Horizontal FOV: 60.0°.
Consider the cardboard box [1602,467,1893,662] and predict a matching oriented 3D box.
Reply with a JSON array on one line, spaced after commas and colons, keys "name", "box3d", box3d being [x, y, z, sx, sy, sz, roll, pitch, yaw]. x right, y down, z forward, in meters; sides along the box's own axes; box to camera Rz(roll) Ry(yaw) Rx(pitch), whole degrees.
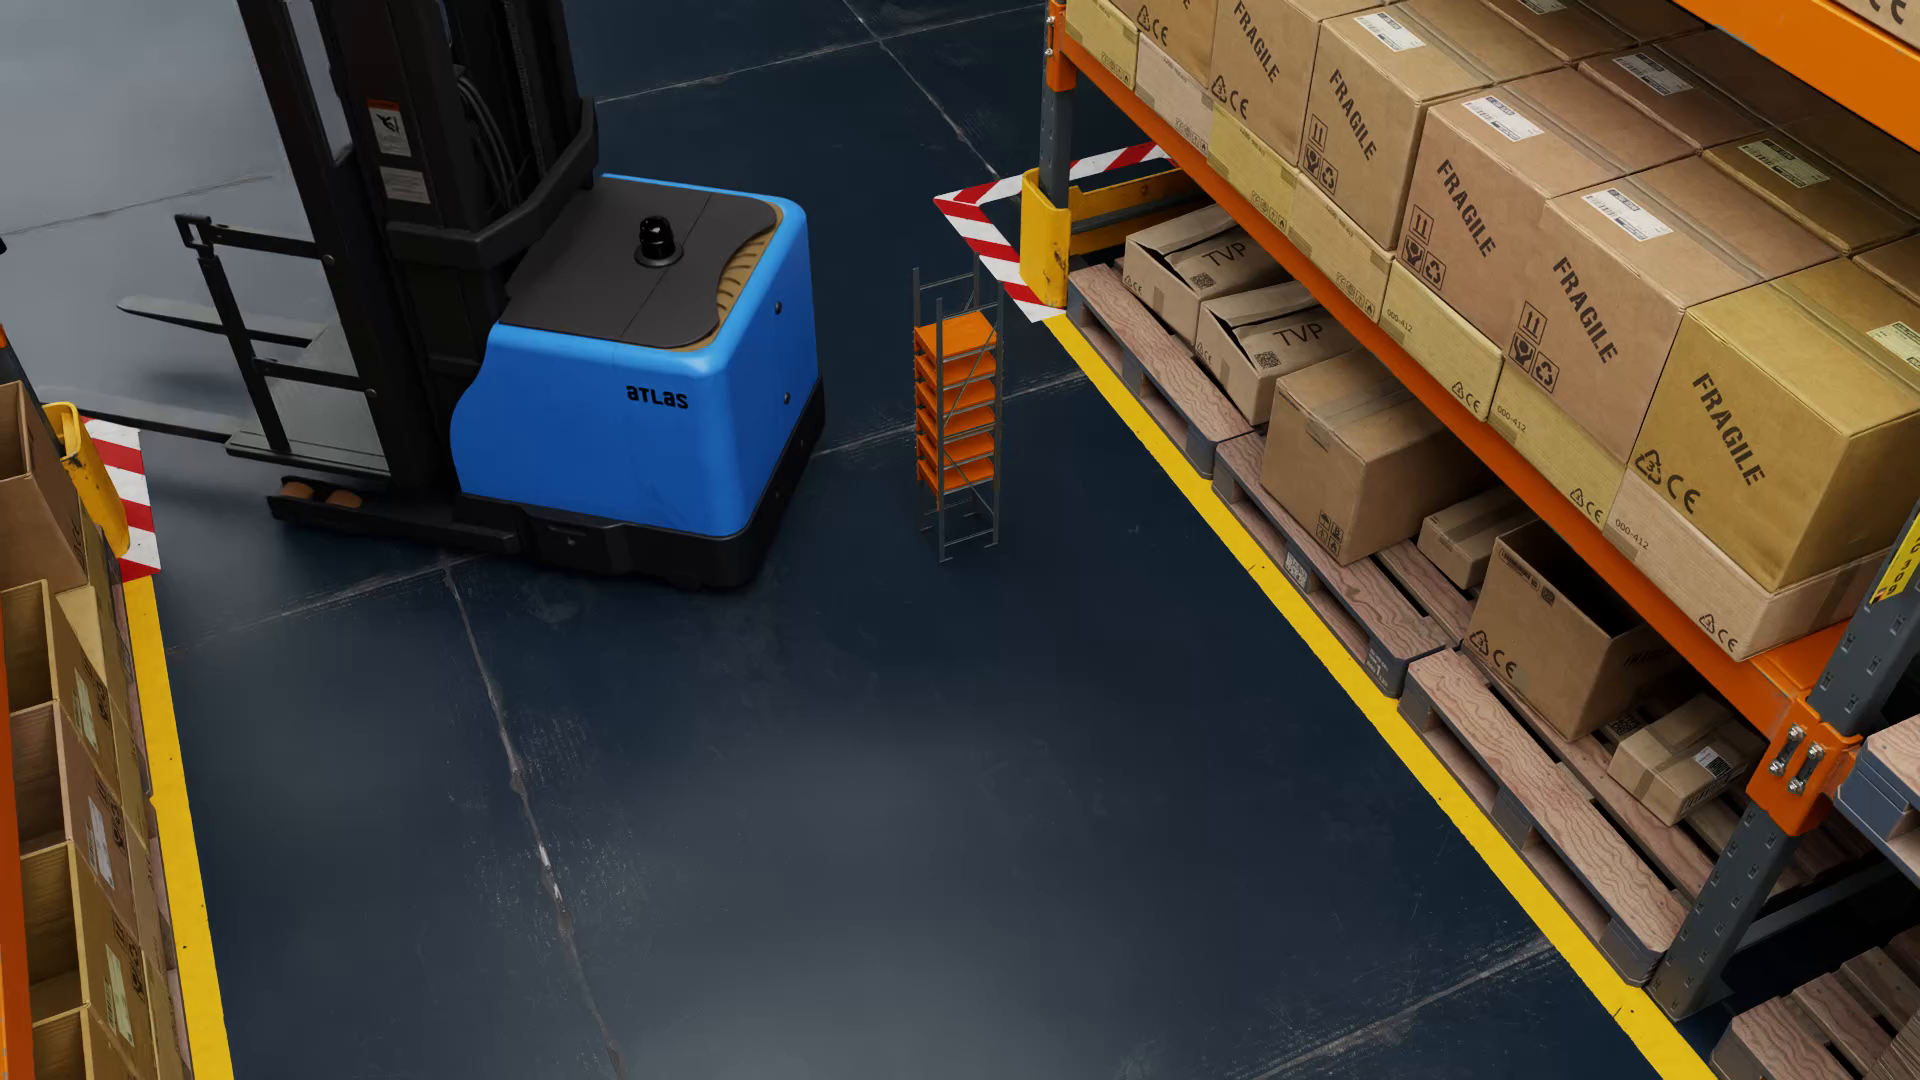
[{"name": "cardboard box", "box3d": [2.024, -0.015, 4.222, 0.500, 0.250, 0.500, -18, 47, -17]}]

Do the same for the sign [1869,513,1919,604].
[{"name": "sign", "box3d": [2.009, 0.008, 3.490, 0.100, 0.325, 0.005, -18, 47, -17]}]

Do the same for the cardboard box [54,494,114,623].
[{"name": "cardboard box", "box3d": [-3.183, 0.151, 5.620, 0.500, 0.250, 0.500, -18, 47, -17]}]

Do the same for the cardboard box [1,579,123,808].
[{"name": "cardboard box", "box3d": [-2.748, 0.516, 4.716, 0.500, 0.500, 0.500, -18, 47, -17]}]

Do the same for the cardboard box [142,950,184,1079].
[{"name": "cardboard box", "box3d": [-2.326, 1.420, 4.334, 0.500, 0.250, 0.500, -18, 47, -17]}]

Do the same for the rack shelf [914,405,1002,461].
[{"name": "rack shelf", "box3d": [-0.006, -0.405, 5.869, 0.258, 0.103, 0.180, -18, 47, -17]}]

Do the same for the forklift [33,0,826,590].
[{"name": "forklift", "box3d": [-2.109, -1.418, 5.600, 3.031, 2.935, 1.130, 10, 45, 10]}]

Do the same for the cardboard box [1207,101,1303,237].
[{"name": "cardboard box", "box3d": [1.173, -1.294, 5.518, 0.500, 0.250, 0.500, -19, 48, -18]}]

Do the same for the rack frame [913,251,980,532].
[{"name": "rack frame", "box3d": [-0.045, -0.495, 5.897, 0.240, 1.200, 0.006, -18, 47, -17]}]

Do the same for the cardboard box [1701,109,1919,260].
[{"name": "cardboard box", "box3d": [2.276, -0.762, 4.445, 0.500, 0.500, 0.500, -18, 47, -18]}]

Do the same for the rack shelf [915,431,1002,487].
[{"name": "rack shelf", "box3d": [-0.006, -0.319, 5.953, 0.258, 0.103, 0.180, -18, 47, -17]}]

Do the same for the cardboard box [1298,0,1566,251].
[{"name": "cardboard box", "box3d": [1.382, -1.251, 4.941, 0.500, 0.500, 0.500, -17, 47, -16]}]

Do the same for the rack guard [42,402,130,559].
[{"name": "rack guard", "box3d": [-3.687, -0.058, 5.953, 1.175, 0.500, 0.348, -18, 47, -17]}]

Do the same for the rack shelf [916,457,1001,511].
[{"name": "rack shelf", "box3d": [-0.006, -0.234, 6.038, 0.258, 0.103, 0.180, -18, 47, -17]}]

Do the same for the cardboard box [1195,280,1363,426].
[{"name": "cardboard box", "box3d": [1.265, -0.767, 6.493, 0.500, 0.311, 0.500, -14, 46, -14]}]

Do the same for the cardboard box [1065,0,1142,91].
[{"name": "cardboard box", "box3d": [0.733, -1.947, 6.180, 0.500, 0.250, 0.500, -19, 48, -19]}]

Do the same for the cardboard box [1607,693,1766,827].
[{"name": "cardboard box", "box3d": [2.246, 0.671, 5.139, 0.380, 0.166, 0.250, -24, 49, -22]}]

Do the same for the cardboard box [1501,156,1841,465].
[{"name": "cardboard box", "box3d": [1.803, -0.596, 4.277, 0.500, 0.500, 0.500, -18, 47, -18]}]

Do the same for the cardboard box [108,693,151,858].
[{"name": "cardboard box", "box3d": [-2.751, 0.784, 4.978, 0.500, 0.250, 0.500, -18, 47, -17]}]

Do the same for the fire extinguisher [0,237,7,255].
[{"name": "fire extinguisher", "box3d": [-3.305, -1.118, 5.302, 0.296, 0.674, 0.183, -18, 47, -17]}]

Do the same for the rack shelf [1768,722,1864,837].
[{"name": "rack shelf", "box3d": [3.339, 1.681, 2.923, 1.077, 0.370, 4.000, -18, 47, -17]}]

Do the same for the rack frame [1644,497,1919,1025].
[{"name": "rack frame", "box3d": [2.498, 0.151, 3.962, 1.000, 3.000, 0.127, -18, 47, -17]}]

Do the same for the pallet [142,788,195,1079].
[{"name": "pallet", "box3d": [-2.808, 1.311, 4.771, 1.003, 0.211, 1.213, -18, 47, -17]}]

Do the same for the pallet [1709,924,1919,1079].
[{"name": "pallet", "box3d": [2.826, 1.639, 4.439, 1.003, 0.211, 1.213, -18, 47, -17]}]

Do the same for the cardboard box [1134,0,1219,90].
[{"name": "cardboard box", "box3d": [0.943, -1.908, 5.607, 0.500, 0.500, 0.500, -18, 47, -17]}]

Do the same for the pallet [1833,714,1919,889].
[{"name": "pallet", "box3d": [2.687, 0.749, 3.492, 1.003, 0.211, 1.213, -18, 47, -17]}]

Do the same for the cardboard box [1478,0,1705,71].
[{"name": "cardboard box", "box3d": [1.843, -1.409, 5.101, 0.500, 0.500, 0.500, -17, 47, -17]}]

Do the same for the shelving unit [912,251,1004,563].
[{"name": "shelving unit", "box3d": [-0.006, -0.436, 5.838, 0.258, 1.200, 0.189, -18, 47, -17]}]

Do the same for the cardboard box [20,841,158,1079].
[{"name": "cardboard box", "box3d": [-2.327, 1.153, 4.070, 0.500, 0.500, 0.500, -18, 47, -17]}]

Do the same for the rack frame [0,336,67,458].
[{"name": "rack frame", "box3d": [-3.677, -0.933, 5.060, 1.000, 3.000, 0.127, -18, 47, -17]}]

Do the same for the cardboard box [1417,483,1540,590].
[{"name": "cardboard box", "box3d": [1.843, -0.016, 5.847, 0.380, 0.149, 0.250, -22, 49, -21]}]

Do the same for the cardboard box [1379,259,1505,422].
[{"name": "cardboard box", "box3d": [1.596, -0.651, 4.867, 0.500, 0.250, 0.500, -18, 47, -18]}]
